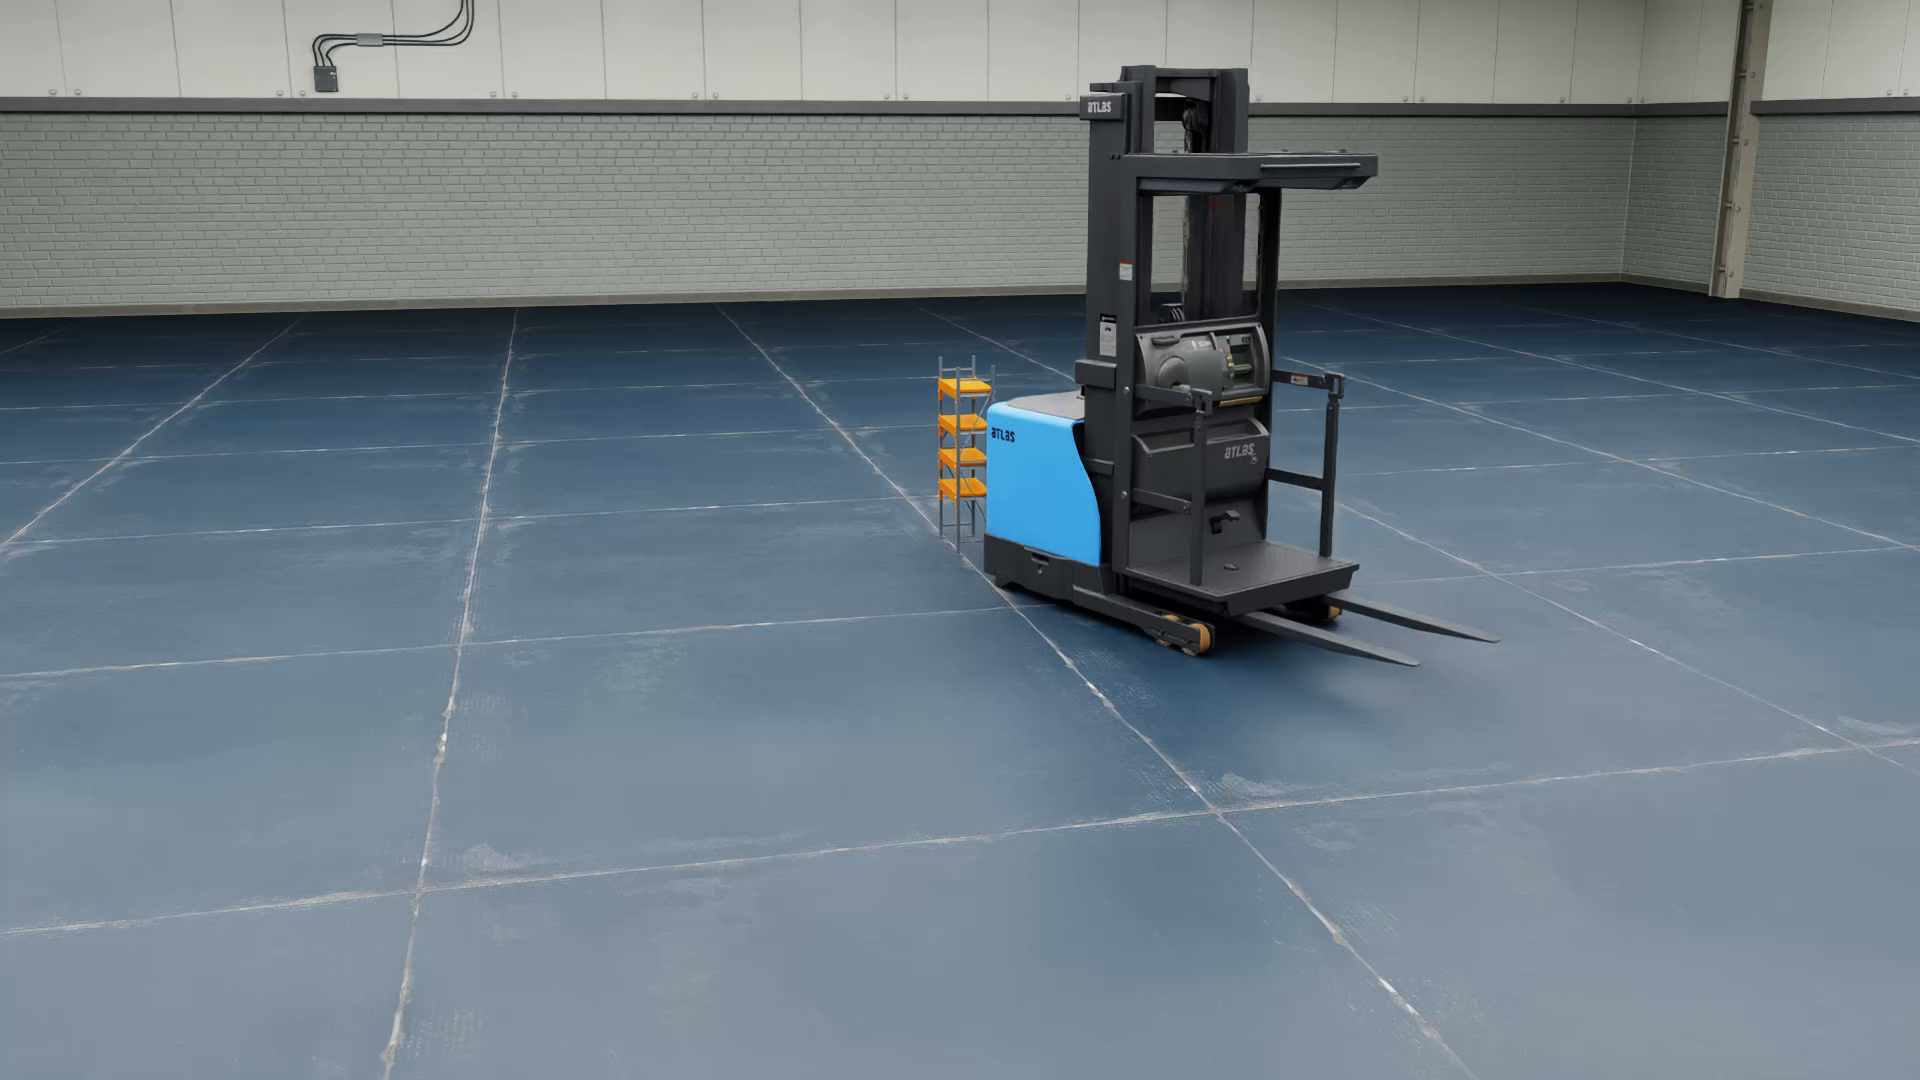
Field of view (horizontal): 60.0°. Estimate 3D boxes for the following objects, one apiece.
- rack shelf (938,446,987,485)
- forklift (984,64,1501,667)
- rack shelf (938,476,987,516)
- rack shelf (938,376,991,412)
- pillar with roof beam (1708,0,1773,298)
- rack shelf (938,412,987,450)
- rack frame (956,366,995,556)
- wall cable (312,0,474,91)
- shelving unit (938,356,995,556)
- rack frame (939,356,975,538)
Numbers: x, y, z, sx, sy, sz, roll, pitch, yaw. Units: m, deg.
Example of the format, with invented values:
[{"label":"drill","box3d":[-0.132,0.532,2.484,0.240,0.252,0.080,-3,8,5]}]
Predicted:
[{"label":"rack shelf","box3d":[0.039,-0.479,10.644,0.258,0.148,0.480,-3,14,-13]},{"label":"forklift","box3d":[1.431,-0.965,8.701,1.130,2.935,3.031,-10,17,-36]},{"label":"rack shelf","box3d":[0.039,-0.286,10.691,0.258,0.148,0.480,-3,14,-13]},{"label":"rack shelf","box3d":[0.039,-0.926,10.535,0.258,0.148,0.480,-3,14,-13]},{"label":"pillar with roof beam","box3d":[8.330,-8.115,25.181,9.100,9.000,0.400,-3,14,-13]},{"label":"rack shelf","box3d":[0.039,-0.697,10.591,0.258,0.148,0.480,-3,14,-13]},{"label":"rack frame","box3d":[0.096,-0.488,10.398,0.240,1.200,0.015,-3,14,-13]},{"label":"wall cable","box3d":[-8.279,-9.530,23.807,2.305,6.003,0.169,-3,14,-13]},{"label":"shelving unit","box3d":[0.039,-0.545,10.628,0.258,1.200,0.503,-3,14,-13]},{"label":"rack frame","box3d":[-0.018,-0.601,10.859,0.240,1.200,0.015,-3,14,-13]}]
